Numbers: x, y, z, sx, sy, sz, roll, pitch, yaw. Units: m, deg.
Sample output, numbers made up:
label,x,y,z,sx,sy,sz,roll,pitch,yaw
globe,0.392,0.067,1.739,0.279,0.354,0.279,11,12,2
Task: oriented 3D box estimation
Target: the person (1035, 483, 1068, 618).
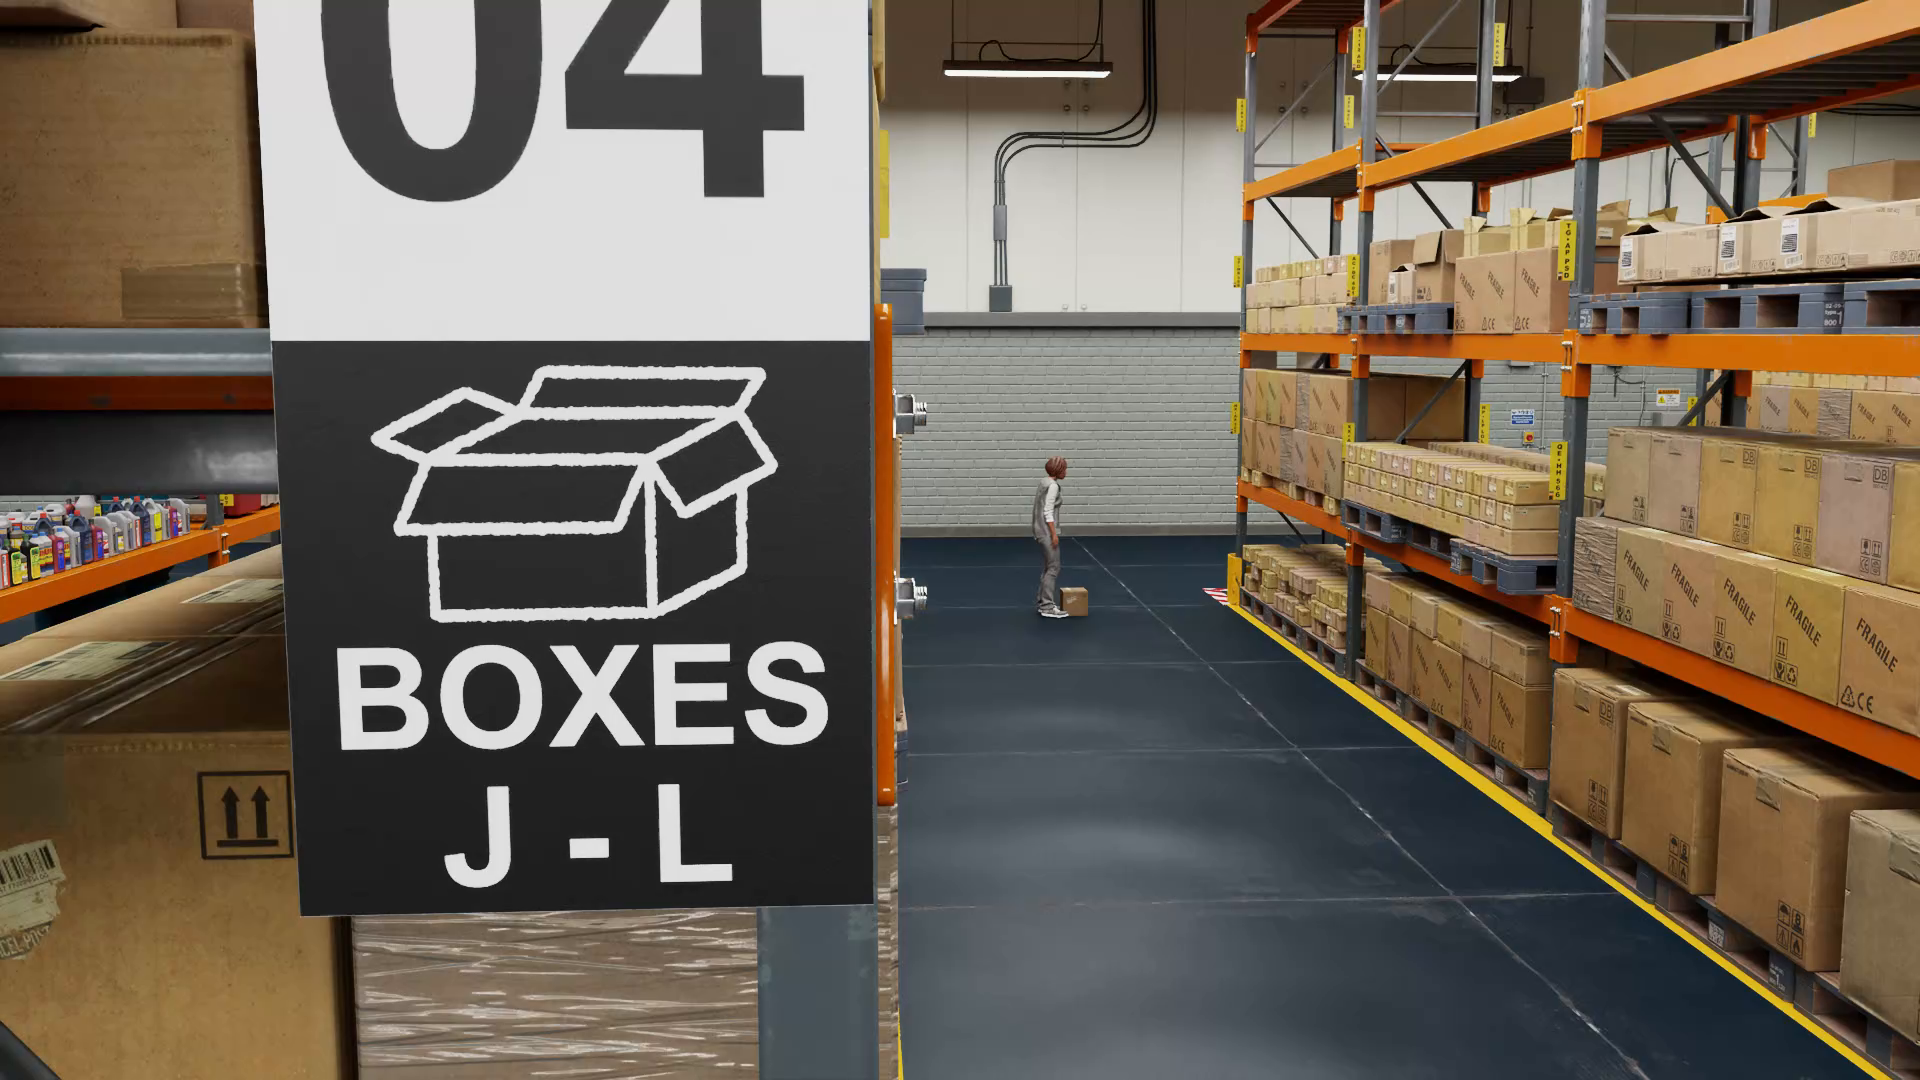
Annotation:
label,x,y,z,sx,sy,sz,roll,pitch,yaw
person,0.904,0.079,16.641,0.323,1.352,0.459,0,7,-4
